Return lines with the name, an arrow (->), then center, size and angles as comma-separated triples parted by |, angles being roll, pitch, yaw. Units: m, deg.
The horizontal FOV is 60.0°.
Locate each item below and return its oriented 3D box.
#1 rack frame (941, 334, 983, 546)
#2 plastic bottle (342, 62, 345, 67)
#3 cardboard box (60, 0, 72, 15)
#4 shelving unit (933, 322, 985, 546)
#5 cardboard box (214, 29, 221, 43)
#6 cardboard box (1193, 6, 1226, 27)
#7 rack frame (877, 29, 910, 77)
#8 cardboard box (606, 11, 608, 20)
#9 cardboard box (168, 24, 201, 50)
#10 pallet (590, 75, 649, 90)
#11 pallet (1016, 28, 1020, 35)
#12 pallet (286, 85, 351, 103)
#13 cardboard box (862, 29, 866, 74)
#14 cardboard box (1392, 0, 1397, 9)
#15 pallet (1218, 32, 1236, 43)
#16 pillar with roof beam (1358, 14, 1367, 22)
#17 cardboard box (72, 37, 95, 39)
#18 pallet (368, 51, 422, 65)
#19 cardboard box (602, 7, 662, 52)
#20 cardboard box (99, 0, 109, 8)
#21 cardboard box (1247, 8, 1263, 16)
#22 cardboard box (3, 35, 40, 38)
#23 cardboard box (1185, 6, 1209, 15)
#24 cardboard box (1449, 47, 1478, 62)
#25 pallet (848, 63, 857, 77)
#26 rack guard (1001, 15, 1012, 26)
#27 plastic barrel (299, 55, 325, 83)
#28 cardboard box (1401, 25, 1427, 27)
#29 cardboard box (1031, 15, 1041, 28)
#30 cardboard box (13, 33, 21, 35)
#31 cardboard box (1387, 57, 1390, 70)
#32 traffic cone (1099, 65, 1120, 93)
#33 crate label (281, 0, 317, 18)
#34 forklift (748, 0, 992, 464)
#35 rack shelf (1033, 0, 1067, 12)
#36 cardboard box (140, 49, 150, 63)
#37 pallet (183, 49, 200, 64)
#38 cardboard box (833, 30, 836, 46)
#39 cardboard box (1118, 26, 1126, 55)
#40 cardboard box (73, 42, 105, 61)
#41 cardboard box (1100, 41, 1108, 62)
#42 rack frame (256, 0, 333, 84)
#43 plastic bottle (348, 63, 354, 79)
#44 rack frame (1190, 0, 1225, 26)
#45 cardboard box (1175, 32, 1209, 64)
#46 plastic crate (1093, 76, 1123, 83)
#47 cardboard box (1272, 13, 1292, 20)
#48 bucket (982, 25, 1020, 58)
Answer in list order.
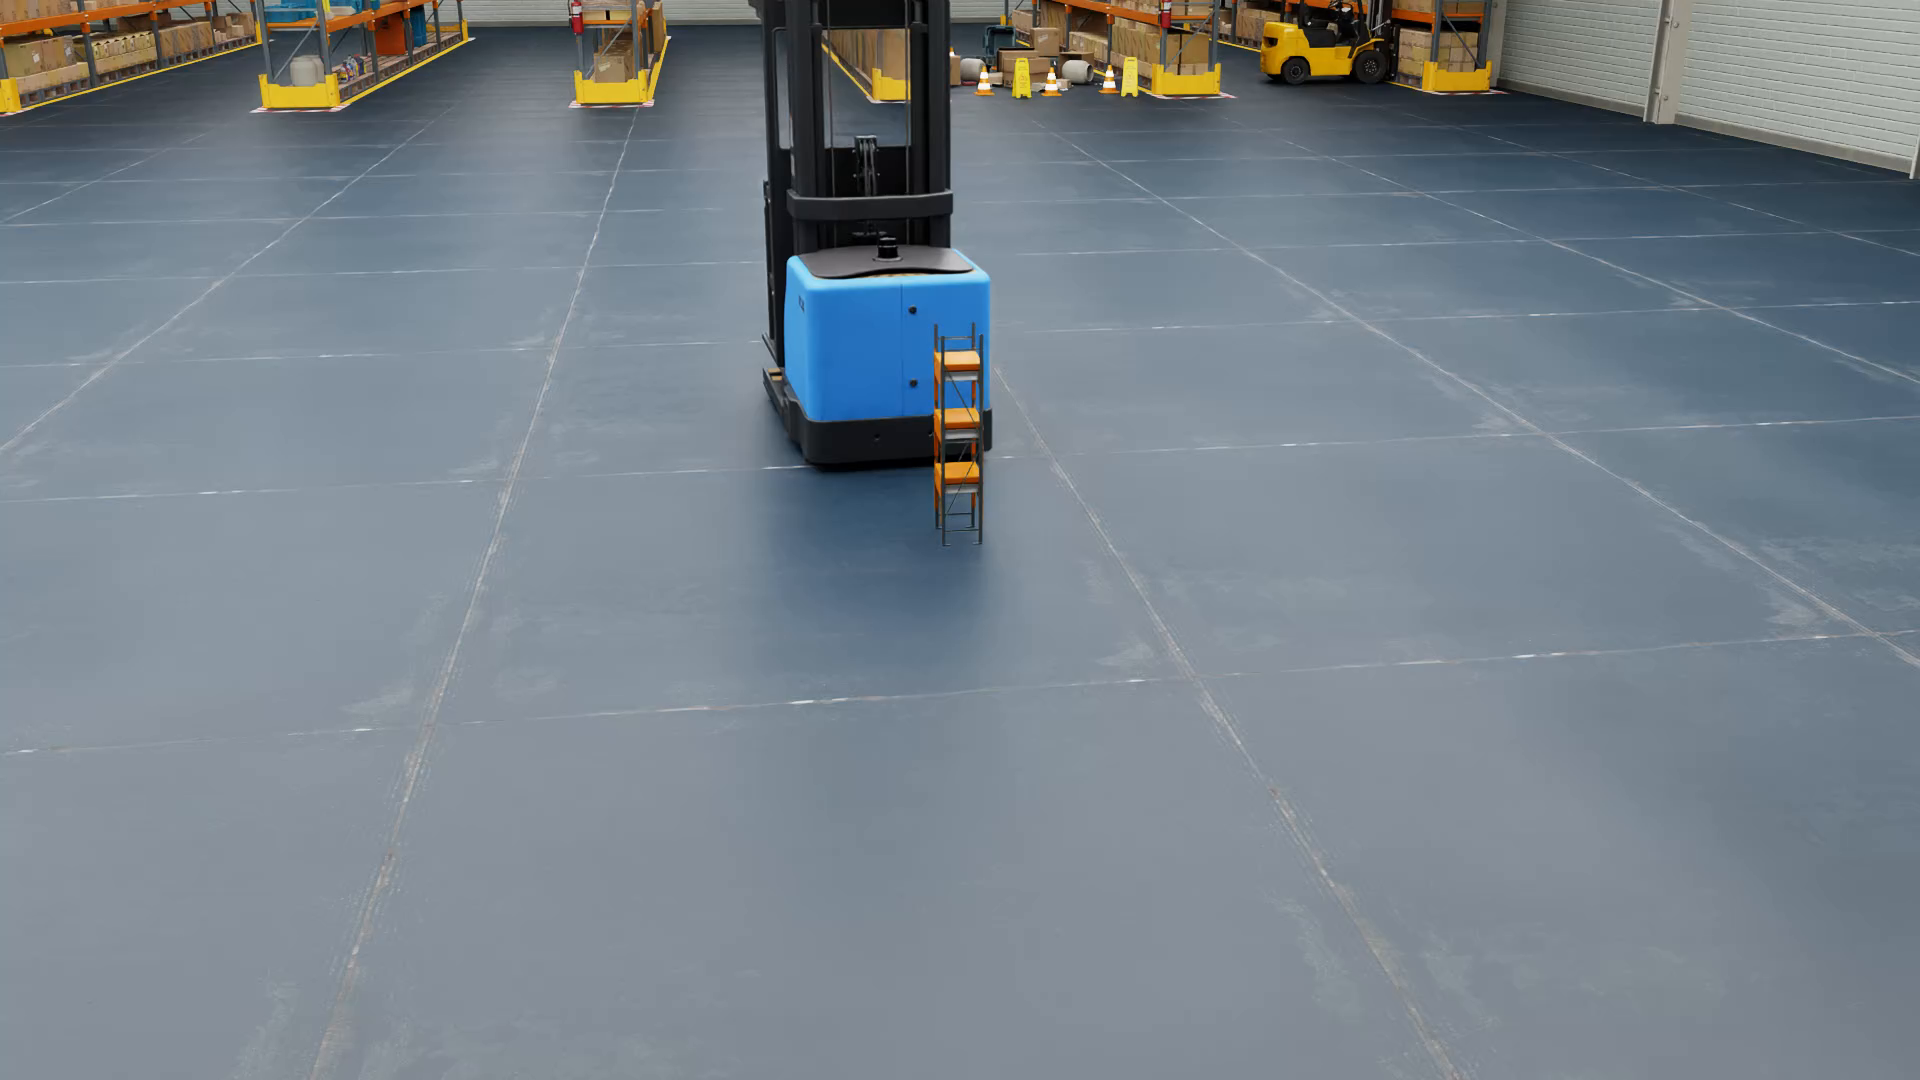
rack frame -> 0.010, -0.468, 7.969 | 0.200, 1.050, 0.008 | -3, 21, -8
plastic bottle -> -10.938, -8.364, 29.576 | 0.061, 0.283, 0.133 | -3, 21, -8
cardboard box -> -16.136, -9.524, 29.286 | 0.700, 0.500, 0.500 | -3, 21, -9
shelving unit -> -0.008, -0.510, 8.082 | 0.215, 1.050, 0.252 | -3, 21, -8
cardboard box -> -17.206, -11.503, 37.942 | 0.500, 0.311, 0.500 | -3, 21, -8
cardboard box -> 6.579, -13.846, 43.968 | 0.797, 0.503, 0.637 | -4, 21, -10
rack frame -> -0.904, -8.959, 27.916 | 1.000, 3.000, 0.127 | -3, 21, -8
cardboard box -> -6.107, -8.801, 27.852 | 0.380, 0.149, 0.250 | -3, 21, -8
cardboard box -> -16.870, -10.934, 36.148 | 0.500, 0.500, 0.500 | -3, 21, -7
pallet -> -6.092, -8.169, 29.785 | 1.003, 0.211, 1.213 | -3, 21, -8
pallet -> 1.866, -13.204, 43.268 | 1.003, 0.211, 1.213 | -3, 21, -8
pallet -> -10.897, -7.493, 27.977 | 1.003, 0.211, 1.213 | -3, 21, -8
cardboard box -> -1.325, -9.012, 30.495 | 0.875, 0.875, 0.875 | -3, 21, -7
cardboard box -> 8.338, -10.230, 31.177 | 0.500, 0.500, 0.500 | -3, 21, -7
pallet -> 7.064, -12.582, 41.601 | 1.003, 0.211, 1.213 | -3, 21, -8
pillar with roof beam -> 4.558, -14.453, 34.051 | 9.100, 9.000, 0.400 | -3, 21, -8
cardboard box -> -16.768, -9.455, 31.771 | 0.500, 0.311, 0.500 | -3, 21, -8
pallet -> -12.036, -10.229, 35.301 | 1.003, 0.211, 1.213 | -3, 21, -8
cardboard box -> -7.058, -10.955, 35.697 | 1.225, 0.875, 0.875 | -4, 21, -10
cardboard box -> -16.449, -10.300, 31.363 | 0.500, 0.500, 0.500 | -3, 21, -8
cardboard box -> 7.115, -12.662, 39.876 | 0.380, 0.149, 0.250 | -4, 21, -11
cardboard box -> -16.369, -8.541, 29.056 | 0.500, 0.500, 0.500 | -3, 21, -8
cardboard box -> 4.136, -9.254, 29.065 | 0.380, 0.149, 0.250 | -3, 21, -8
cardboard box -> 9.029, -8.812, 30.136 | 0.500, 0.250, 0.500 | -3, 21, -7
pallet -> -1.666, -9.301, 32.818 | 1.003, 0.211, 1.213 | -3, 21, -8
rack guard -> 1.670, -13.621, 43.970 | 1.175, 0.500, 0.348 | -3, 21, -8
plastic barrel -> -10.970, -7.923, 28.098 | 0.421, 0.512, 0.421 | 0, 20, 0
cardboard box -> 8.725, -9.746, 31.925 | 0.500, 0.250, 0.500 | -3, 21, -7
cardboard box -> 2.266, -12.618, 40.774 | 0.875, 0.438, 0.875 | -3, 21, -9
cardboard box -> -22.492, -11.975, 38.964 | 0.700, 0.500, 0.500 | -4, 21, -10
cardboard box -> 8.289, -9.076, 31.559 | 0.500, 0.250, 0.500 | -2, 21, -6
traffic cone -> 2.642, -8.139, 29.347 | 0.336, 0.463, 0.334 | -3, 21, -8
crate label -> -11.261, -9.134, 28.335 | 0.502, 0.435, 0.616 | -3, 21, -8
forklift -> -0.654, -2.274, 10.114 | 1.130, 2.935, 3.031 | -5, 21, -12
rack shelf -> 2.539, -12.369, 38.075 | 1.077, 0.370, 4.000 | -3, 21, -8
cardboard box -> -16.388, -9.576, 32.898 | 0.500, 0.250, 0.500 | -3, 21, -8
pallet -> -17.026, -10.391, 35.736 | 1.003, 0.211, 1.213 | -3, 21, -8
cardboard box -> -2.574, -11.332, 37.241 | 0.500, 0.500, 0.500 | -4, 21, -10
cardboard box -> 3.310, -9.486, 31.585 | 0.500, 0.500, 0.500 | -2, 21, -6
cardboard box -> -16.019, -8.958, 30.440 | 0.500, 0.311, 0.500 | -3, 21, -8
cardboard box -> 3.325, -9.776, 33.259 | 0.950, 0.372, 0.625 | -3, 21, -7
rack frame -> -10.728, -8.494, 26.672 | 1.000, 3.000, 0.127 | -3, 21, -8
plastic bottle -> -10.774, -8.289, 29.393 | 0.097, 0.271, 0.097 | 0, 20, 0
rack frame -> 6.585, -15.035, 44.184 | 1.000, 3.000, 0.127 | -3, 21, -8
cardboard box -> 4.134, -8.805, 29.762 | 0.500, 0.500, 0.500 | -4, 21, -10
plastic crate -> 2.818, -8.676, 31.331 | 0.402, 0.080, 0.583 | -11, 23, -26
cardboard box -> 7.352, -11.939, 37.941 | 0.380, 0.149, 0.250 | -4, 21, -10
bucket -> 0.821, -9.592, 32.117 | 0.726, 0.611, 0.620 | 4, 11, 11
